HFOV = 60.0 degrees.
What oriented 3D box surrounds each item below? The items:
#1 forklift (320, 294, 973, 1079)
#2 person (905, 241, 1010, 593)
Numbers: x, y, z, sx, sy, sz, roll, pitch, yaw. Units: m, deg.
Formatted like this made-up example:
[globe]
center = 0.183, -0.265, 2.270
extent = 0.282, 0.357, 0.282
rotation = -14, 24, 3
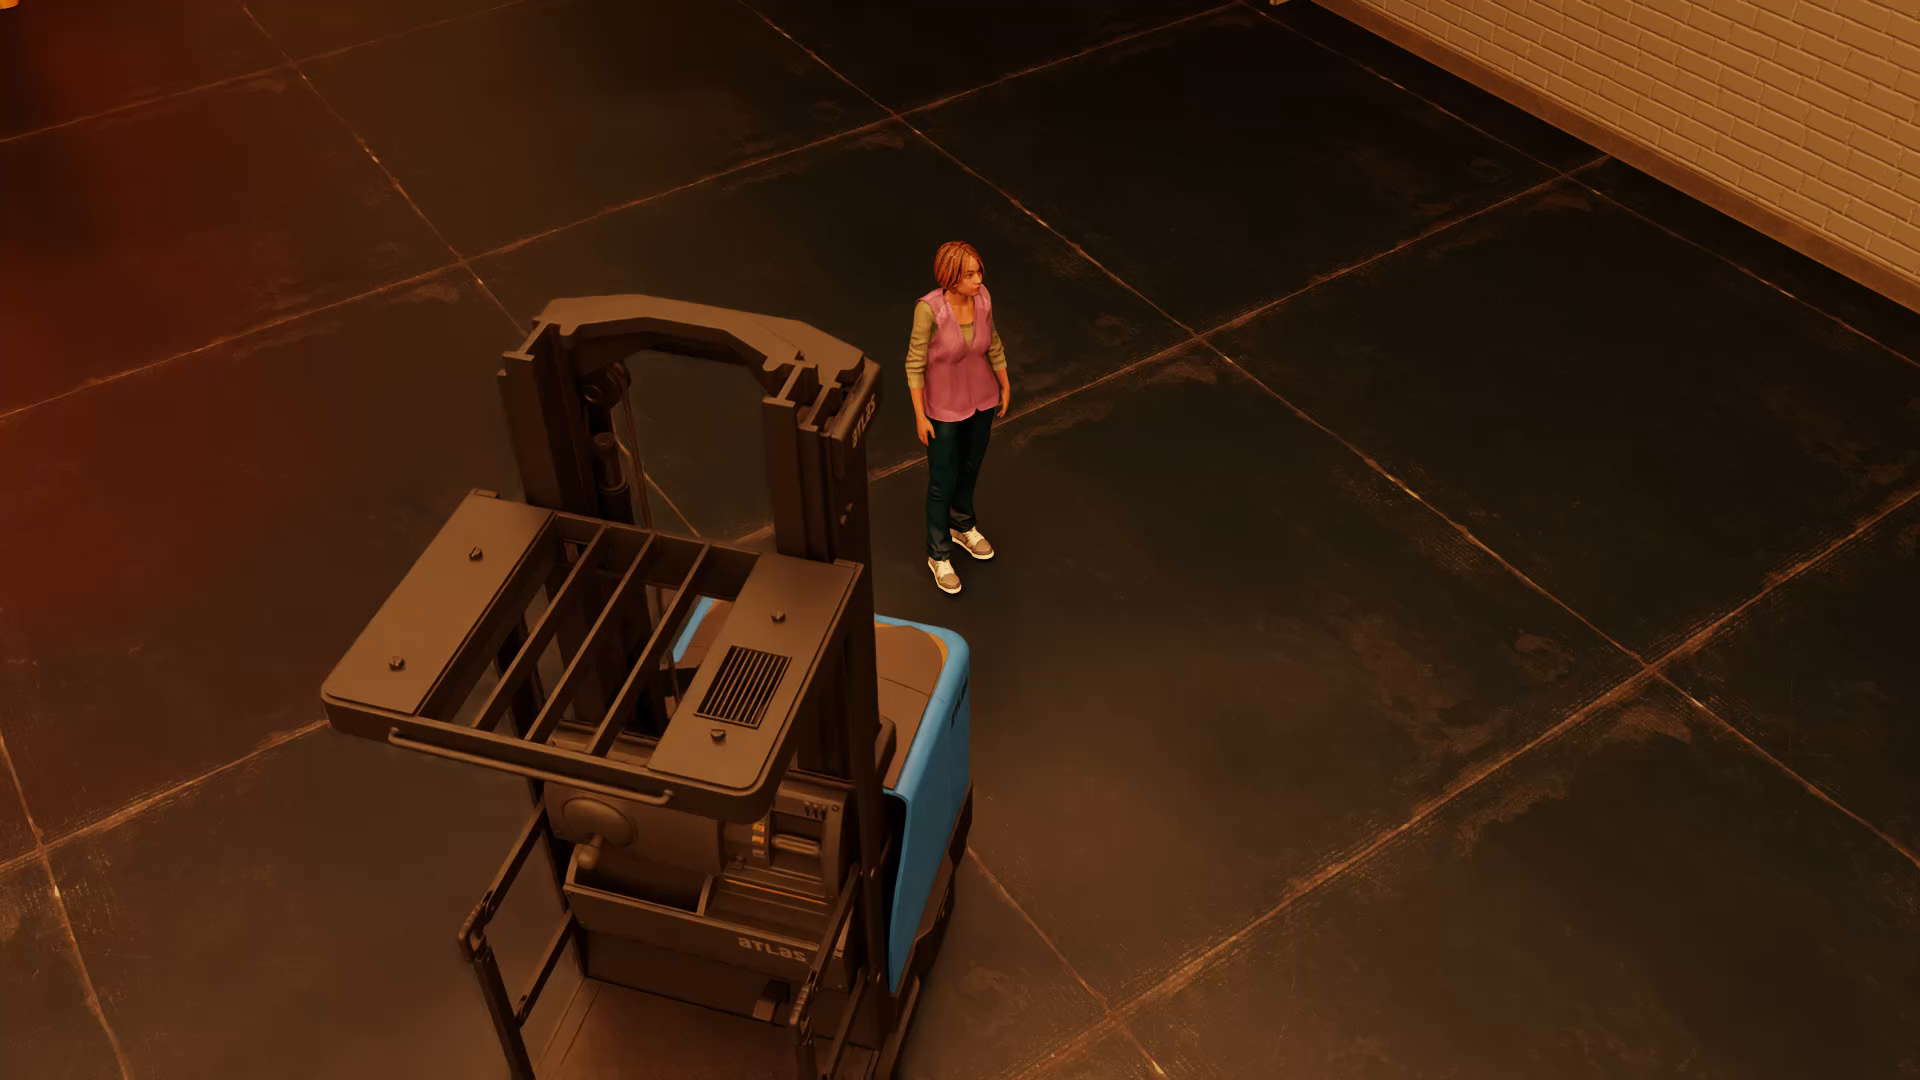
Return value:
[forklift]
center = -0.841, 0.915, 4.723
extent = 1.130, 2.935, 3.031
rotation = 11, 44, 11
[person]
center = 0.032, -0.545, 7.282
extent = 0.521, 1.599, 0.473
rotation = -25, 48, -25
